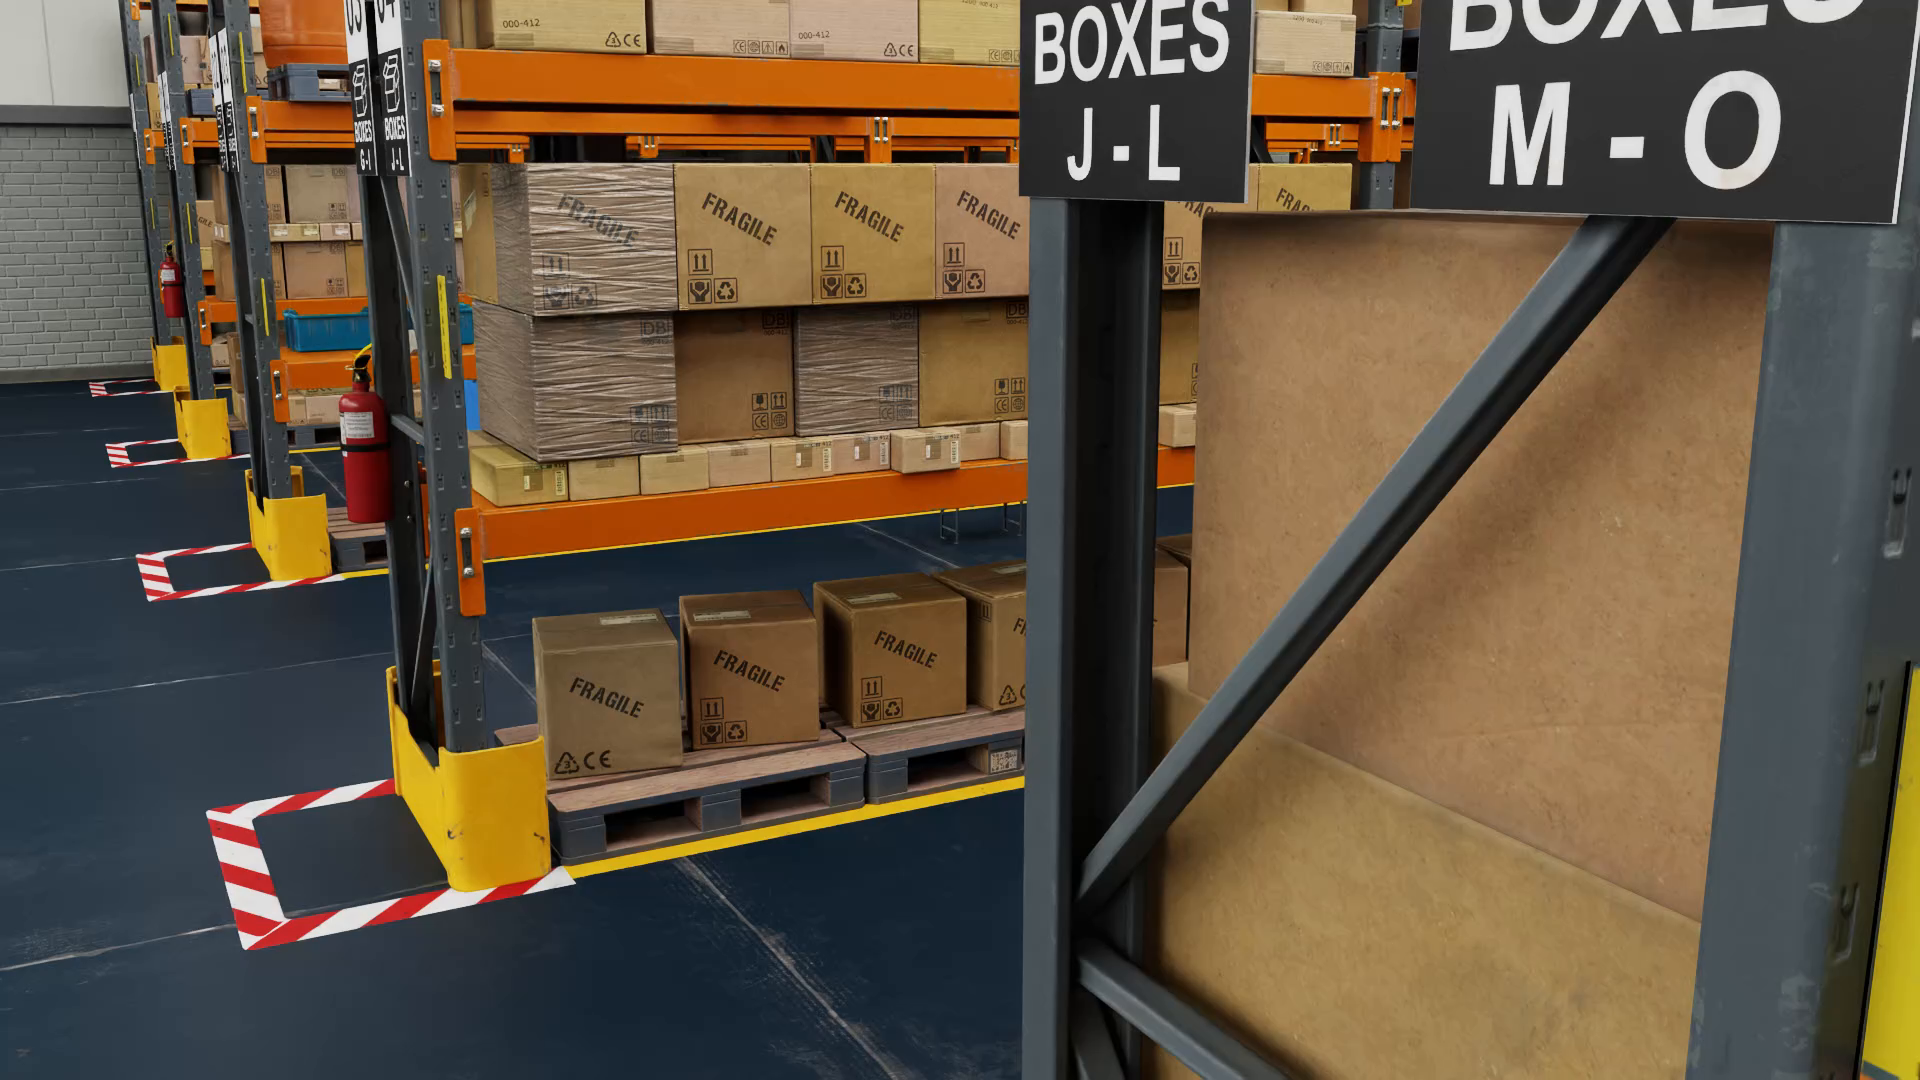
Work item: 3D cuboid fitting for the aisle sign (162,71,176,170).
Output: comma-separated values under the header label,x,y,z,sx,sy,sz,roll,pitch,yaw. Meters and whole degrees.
label,x,y,z,sx,sy,sz,roll,pitch,yaw
aisle sign,-6.576,-3.481,13.823,0.004,0.787,0.394,-7,14,-28

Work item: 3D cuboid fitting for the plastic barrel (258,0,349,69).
label,x,y,z,sx,sy,sz,roll,pitch,yaw
plastic barrel,-3.930,-3.277,10.071,0.708,0.830,0.600,-7,14,-28

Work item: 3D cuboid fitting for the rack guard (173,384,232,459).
label,x,y,z,sx,sy,sz,roll,pitch,yaw
rack guard,-6.686,-1.056,14.664,0.348,0.500,1.175,-7,14,-28

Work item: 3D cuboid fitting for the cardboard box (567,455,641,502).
label,x,y,z,sx,sy,sz,roll,pitch,yaw
cardboard box,-1.329,-0.253,5.974,0.250,0.149,0.380,-7,14,-28

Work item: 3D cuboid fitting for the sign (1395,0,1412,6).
label,x,y,z,sx,sy,sz,roll,pitch,yaw
sign,1.856,-2.402,6.939,0.005,0.325,0.100,-7,14,-28

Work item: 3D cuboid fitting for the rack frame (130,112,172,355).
label,x,y,z,sx,sy,sz,roll,pitch,yaw
rack frame,-9.042,-3.233,18.641,0.127,3.000,1.000,-7,14,-28

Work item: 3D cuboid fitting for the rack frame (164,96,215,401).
label,x,y,z,sx,sy,sz,roll,pitch,yaw
rack frame,-6.665,-2.278,14.401,0.127,3.000,1.000,-7,14,-28

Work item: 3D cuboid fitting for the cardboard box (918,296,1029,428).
label,x,y,z,sx,sy,sz,roll,pitch,yaw
cardboard box,-0.141,-0.786,6.863,0.500,0.500,0.875,-7,14,-28

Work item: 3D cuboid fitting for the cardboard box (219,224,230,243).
label,x,y,z,sx,sy,sz,roll,pitch,yaw
cardboard box,-6.218,-2.643,14.318,0.250,0.149,0.380,-7,14,-28

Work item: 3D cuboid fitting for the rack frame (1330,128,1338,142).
label,x,y,z,sx,sy,sz,roll,pitch,yaw
rack frame,2.727,-2.165,13.897,0.127,3.000,1.000,-7,14,-28

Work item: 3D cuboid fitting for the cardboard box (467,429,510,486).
label,x,y,z,sx,sy,sz,roll,pitch,yaw
cardboard box,-1.771,-0.316,6.254,0.250,0.149,0.380,-7,14,-28

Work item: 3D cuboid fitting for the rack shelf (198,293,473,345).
label,x,y,z,sx,sy,sz,roll,pitch,yaw
rack shelf,-4.910,-2.138,15.415,4.000,0.370,1.077,-7,14,-28

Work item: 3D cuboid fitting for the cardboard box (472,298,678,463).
label,x,y,z,sx,sy,sz,roll,pitch,yaw
cardboard box,-1.426,-0.615,6.106,0.500,0.500,0.875,-7,14,-28

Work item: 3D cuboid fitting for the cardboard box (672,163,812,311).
label,x,y,z,sx,sy,sz,roll,pitch,yaw
cardboard box,-0.866,-1.107,6.014,0.500,0.500,0.500,-7,14,-28

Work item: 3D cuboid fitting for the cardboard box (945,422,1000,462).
label,x,y,z,sx,sy,sz,roll,pitch,yaw
cardboard box,-0.039,-0.421,6.722,0.250,0.149,0.380,-7,14,-28

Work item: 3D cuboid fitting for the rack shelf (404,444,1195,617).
label,x,y,z,sx,sy,sz,roll,pitch,yaw
rack shelf,-0.167,-0.228,6.930,4.000,0.370,1.077,-7,14,-28

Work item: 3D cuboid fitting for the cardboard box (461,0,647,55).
label,x,y,z,sx,sy,sz,roll,pitch,yaw
cardboard box,-1.375,-1.760,5.607,0.500,0.250,0.500,-6,14,-26

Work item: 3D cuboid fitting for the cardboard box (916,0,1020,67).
label,x,y,z,sx,sy,sz,roll,pitch,yaw
cardboard box,-0.034,-1.923,6.330,0.500,0.250,0.500,-6,14,-26

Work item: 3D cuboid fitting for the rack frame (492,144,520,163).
label,x,y,z,sx,sy,sz,roll,pitch,yaw
rack frame,-5.531,-3.653,20.511,0.127,3.000,1.000,-7,14,-28

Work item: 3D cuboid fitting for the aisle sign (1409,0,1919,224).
label,x,y,z,sx,sy,sz,roll,pitch,yaw
aisle sign,0.447,-0.605,1.046,0.004,0.787,0.394,-7,14,-28

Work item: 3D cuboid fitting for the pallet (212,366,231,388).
label,x,y,z,sx,sy,sz,roll,pitch,yaw
pallet,-8.245,-1.959,19.332,1.213,0.211,1.003,-7,14,-28

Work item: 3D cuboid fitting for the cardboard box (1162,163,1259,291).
label,x,y,z,sx,sy,sz,roll,pitch,yaw
cardboard box,0.888,-1.318,6.952,0.500,0.500,0.500,-7,14,-28

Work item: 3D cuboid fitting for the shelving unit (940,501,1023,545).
label,x,y,z,sx,sy,sz,roll,pitch,yaw
shelving unit,0.145,-0.603,11.055,0.503,1.200,0.258,-7,14,-28

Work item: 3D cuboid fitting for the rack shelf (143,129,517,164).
label,x,y,z,sx,sy,sz,roll,pitch,yaw
rack shelf,-7.287,-4.555,19.326,4.000,0.370,1.077,-7,14,-28

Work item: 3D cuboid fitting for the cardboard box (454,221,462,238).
label,x,y,z,sx,sy,sz,roll,pitch,yaw
cardboard box,-4.637,-2.833,15.159,0.250,0.149,0.380,-6,14,-26

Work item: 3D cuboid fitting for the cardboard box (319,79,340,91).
label,x,y,z,sx,sy,sz,roll,pitch,yaw
cardboard box,-5.548,-3.982,14.437,0.250,0.149,0.380,-7,14,-28

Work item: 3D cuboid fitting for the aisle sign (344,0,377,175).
label,x,y,z,sx,sy,sz,roll,pitch,yaw
aisle sign,-2.120,-1.688,5.859,0.004,0.787,0.394,-7,14,-28

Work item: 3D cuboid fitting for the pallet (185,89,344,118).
label,x,y,z,sx,sy,sz,roll,pitch,yaw
pallet,-6.032,-3.768,14.390,1.213,0.211,1.003,-7,14,-28

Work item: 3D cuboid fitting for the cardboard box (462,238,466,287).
label,x,y,z,sx,sy,sz,roll,pitch,yaw
cardboard box,-4.443,-2.591,15.564,0.500,0.500,0.700,-7,14,-27

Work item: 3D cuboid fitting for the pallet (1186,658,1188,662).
label,x,y,z,sx,sy,sz,roll,pitch,yaw
pallet,1.016,0.648,7.748,1.213,0.211,1.003,-7,14,-28

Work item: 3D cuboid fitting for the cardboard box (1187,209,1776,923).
label,x,y,z,sx,sy,sz,roll,pitch,yaw
cardboard box,0.710,-0.034,1.627,0.550,0.550,0.875,-7,14,-28

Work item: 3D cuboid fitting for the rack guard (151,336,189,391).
label,x,y,z,sx,sy,sz,roll,pitch,yaw
rack guard,-8.975,-2.021,18.951,0.348,0.500,1.175,-7,14,-28

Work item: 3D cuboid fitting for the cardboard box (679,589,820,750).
label,x,y,z,sx,sy,sz,roll,pitch,yaw
cardboard box,-0.858,0.514,6.731,0.500,0.500,0.500,-3,13,-13

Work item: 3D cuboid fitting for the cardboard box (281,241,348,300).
label,x,y,z,sx,sy,sz,roll,pitch,yaw
cardboard box,-5.791,-2.430,14.847,0.500,0.500,0.700,-6,14,-26

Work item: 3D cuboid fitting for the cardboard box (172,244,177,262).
label,x,y,z,sx,sy,sz,roll,pitch,yaw
cardboard box,-8.725,-3.256,19.040,0.500,0.250,0.500,-7,14,-27

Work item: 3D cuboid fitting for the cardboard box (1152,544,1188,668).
label,x,y,z,sx,sy,sz,roll,pitch,yaw
cardboard box,0.720,0.321,7.588,0.500,0.500,0.500,-2,13,-10

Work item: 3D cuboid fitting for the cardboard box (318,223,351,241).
label,x,y,z,sx,sy,sz,roll,pitch,yaw
cardboard box,-5.545,-2.724,14.675,0.250,0.149,0.380,-7,14,-29

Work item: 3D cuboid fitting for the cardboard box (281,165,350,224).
label,x,y,z,sx,sy,sz,roll,pitch,yaw
cardboard box,-5.744,-3.069,14.730,0.500,0.500,0.700,-7,15,-29

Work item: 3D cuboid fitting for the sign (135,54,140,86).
label,x,y,z,sx,sy,sz,roll,pitch,yaw
sign,-8.782,-5.018,17.751,0.005,0.325,0.100,-7,14,-28

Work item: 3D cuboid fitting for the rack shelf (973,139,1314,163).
label,x,y,z,sx,sy,sz,roll,pitch,yaw
rack shelf,2.112,-4.443,18.825,4.000,0.370,1.077,-7,14,-28

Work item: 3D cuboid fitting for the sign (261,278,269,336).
label,x,y,z,sx,sy,sz,roll,pitch,yaw
sign,-4.035,-1.352,9.654,0.005,0.325,0.100,-7,14,-28

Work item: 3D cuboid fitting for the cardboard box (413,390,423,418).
label,x,y,z,sx,sy,sz,roll,pitch,yaw
cardboard box,-5.212,-1.261,15.187,0.500,0.250,0.500,-7,14,-28

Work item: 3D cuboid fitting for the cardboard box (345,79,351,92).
label,x,y,z,sx,sy,sz,roll,pitch,yaw
cardboard box,-5.293,-4.202,15.044,0.500,0.311,0.500,-5,14,-21

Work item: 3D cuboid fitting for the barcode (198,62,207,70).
label,x,y,z,sx,sy,sz,roll,pitch,yaw
barcode,-6.632,-4.150,14.562,0.075,0.075,0.001,-7,14,-28

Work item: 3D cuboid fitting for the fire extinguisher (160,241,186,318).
label,x,y,z,sx,sy,sz,roll,pitch,yaw
fire extinguisher,-6.992,-2.318,14.752,0.183,0.674,0.296,-7,14,-28

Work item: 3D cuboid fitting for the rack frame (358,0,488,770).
label,x,y,z,sx,sy,sz,roll,pitch,yaw
rack frame,-1.922,-0.369,5.916,0.127,3.000,1.000,-7,14,-28

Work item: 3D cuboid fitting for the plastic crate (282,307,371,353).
label,x,y,z,sx,sy,sz,roll,pitch,yaw
plastic crate,-3.999,-1.361,10.664,0.616,0.251,0.499,-7,14,-28

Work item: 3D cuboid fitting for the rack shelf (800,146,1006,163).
label,x,y,z,sx,sy,sz,roll,pitch,yaw
rack shelf,-0.265,-5.397,23.066,4.000,0.370,1.077,-7,14,-28

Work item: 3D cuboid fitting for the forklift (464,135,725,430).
label,x,y,z,sx,sy,sz,roll,pitch,yaw
forklift,-2.491,-1.954,13.116,3.031,2.935,1.130,-11,17,-41

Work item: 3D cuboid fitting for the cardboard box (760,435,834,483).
label,x,y,z,sx,sy,sz,roll,pitch,yaw
cardboard box,-0.670,-0.332,6.323,0.250,0.149,0.380,-7,14,-28

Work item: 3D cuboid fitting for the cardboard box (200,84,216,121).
label,x,y,z,sx,sy,sz,roll,pitch,yaw
cardboard box,-8.140,-4.791,18.462,0.500,0.500,0.500,-6,14,-24

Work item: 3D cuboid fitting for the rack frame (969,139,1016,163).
label,x,y,z,sx,sy,sz,roll,pitch,yaw
rack frame,0.357,-3.120,18.141,0.127,3.000,1.000,-7,14,-28

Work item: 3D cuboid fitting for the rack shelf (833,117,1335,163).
label,x,y,z,sx,sy,sz,roll,pitch,yaw
rack shelf,0.971,-3.067,12.712,4.000,0.370,1.077,-7,14,-28

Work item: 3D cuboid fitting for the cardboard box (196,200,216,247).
label,x,y,z,sx,sy,sz,roll,pitch,yaw
cardboard box,-8.479,-3.527,18.539,0.500,0.500,0.500,-7,14,-28

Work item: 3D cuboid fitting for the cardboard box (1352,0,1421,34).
label,x,y,z,sx,sy,sz,roll,pitch,yaw
cardboard box,2.049,-2.539,7.534,0.637,0.503,0.797,-8,15,-31

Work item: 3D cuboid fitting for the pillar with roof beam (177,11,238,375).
label,x,y,z,sx,sy,sz,roll,pitch,yaw
pillar with roof beam,-6.779,-5.570,15.364,0.400,9.000,9.100,-7,14,-28
